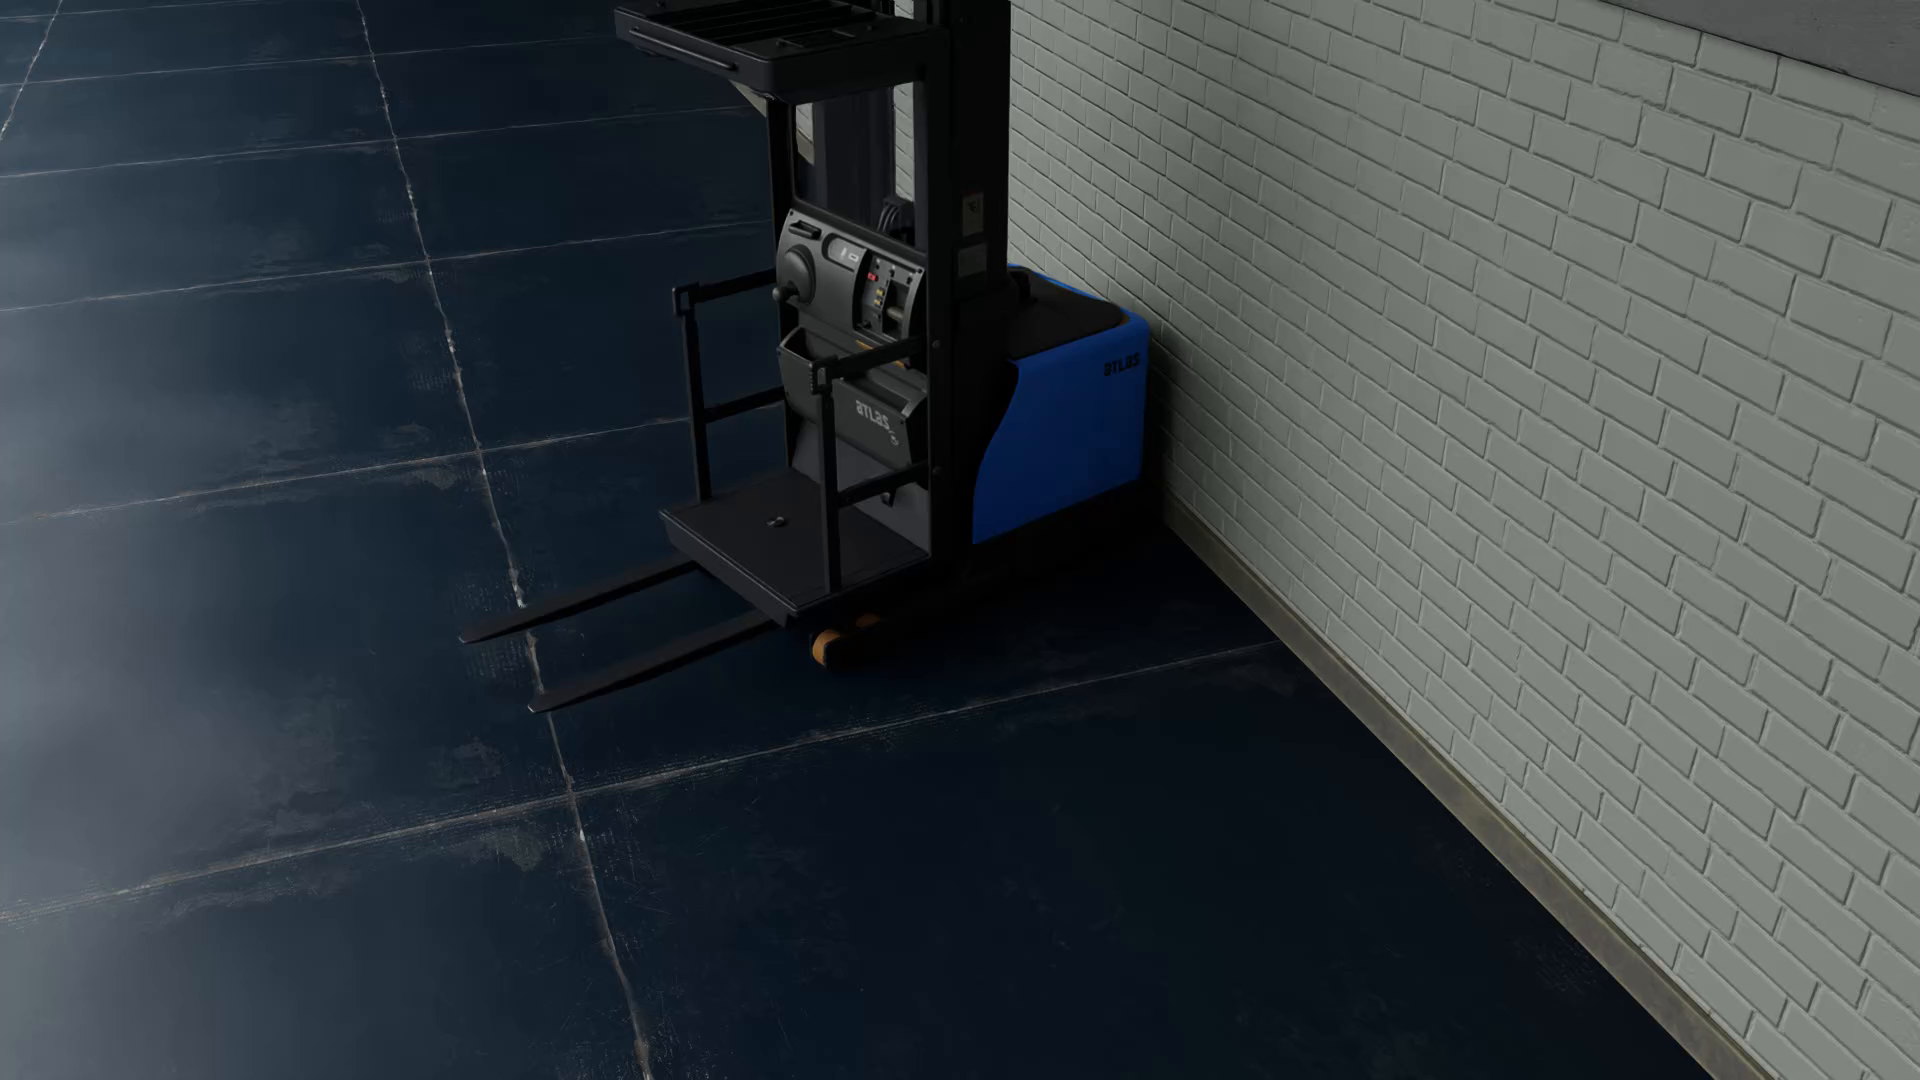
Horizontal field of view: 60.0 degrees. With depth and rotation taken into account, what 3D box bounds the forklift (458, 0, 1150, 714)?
[{"bbox_3d":[-0.614,-1.037,6.609,3.031,2.935,1.130,-22,36,-33],"label":"forklift"}]
